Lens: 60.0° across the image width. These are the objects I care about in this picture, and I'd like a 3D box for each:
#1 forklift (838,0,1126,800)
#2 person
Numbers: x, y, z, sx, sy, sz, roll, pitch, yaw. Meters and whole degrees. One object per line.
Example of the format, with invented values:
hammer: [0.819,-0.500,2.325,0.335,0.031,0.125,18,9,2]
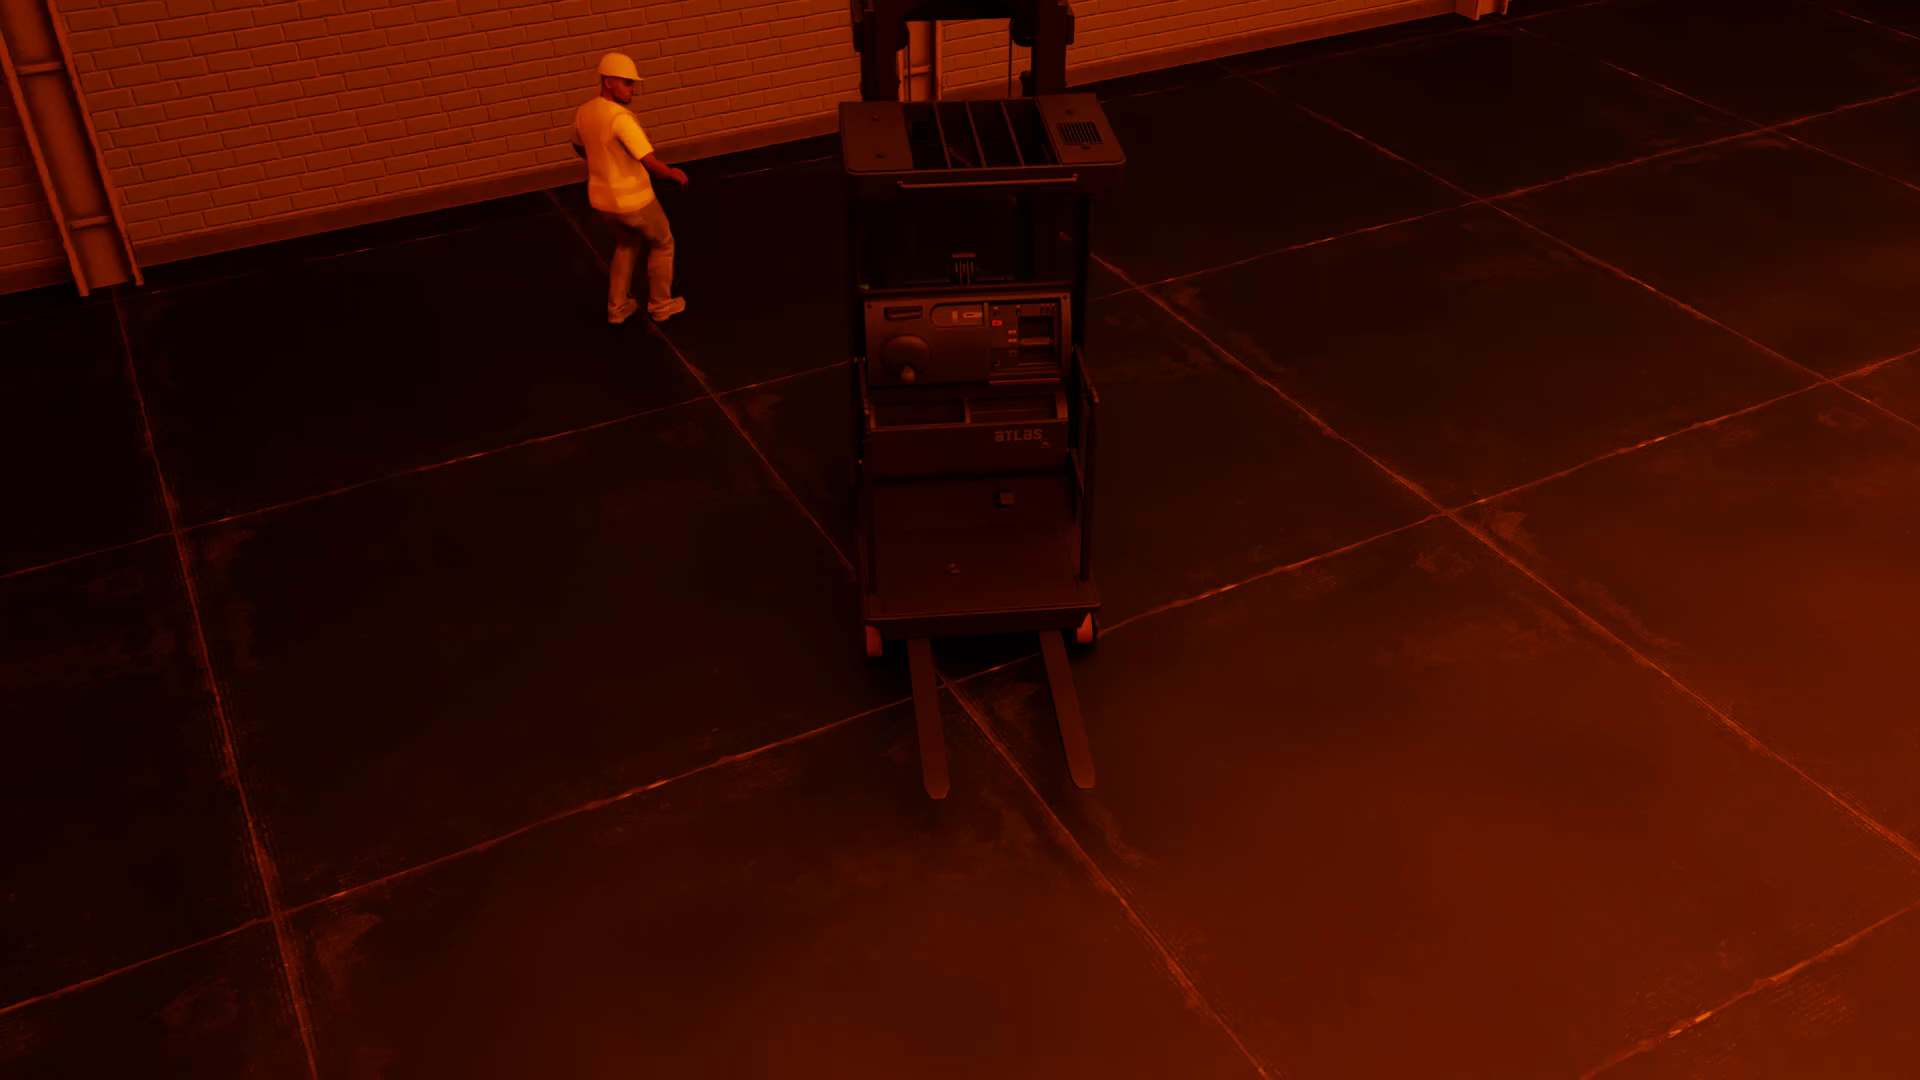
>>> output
forklift: [0.061,-0.846,7.320,1.130,2.935,3.031,-3,35,-5]
person: [-2.032,-2.141,10.238,0.818,1.709,0.550,23,41,29]
